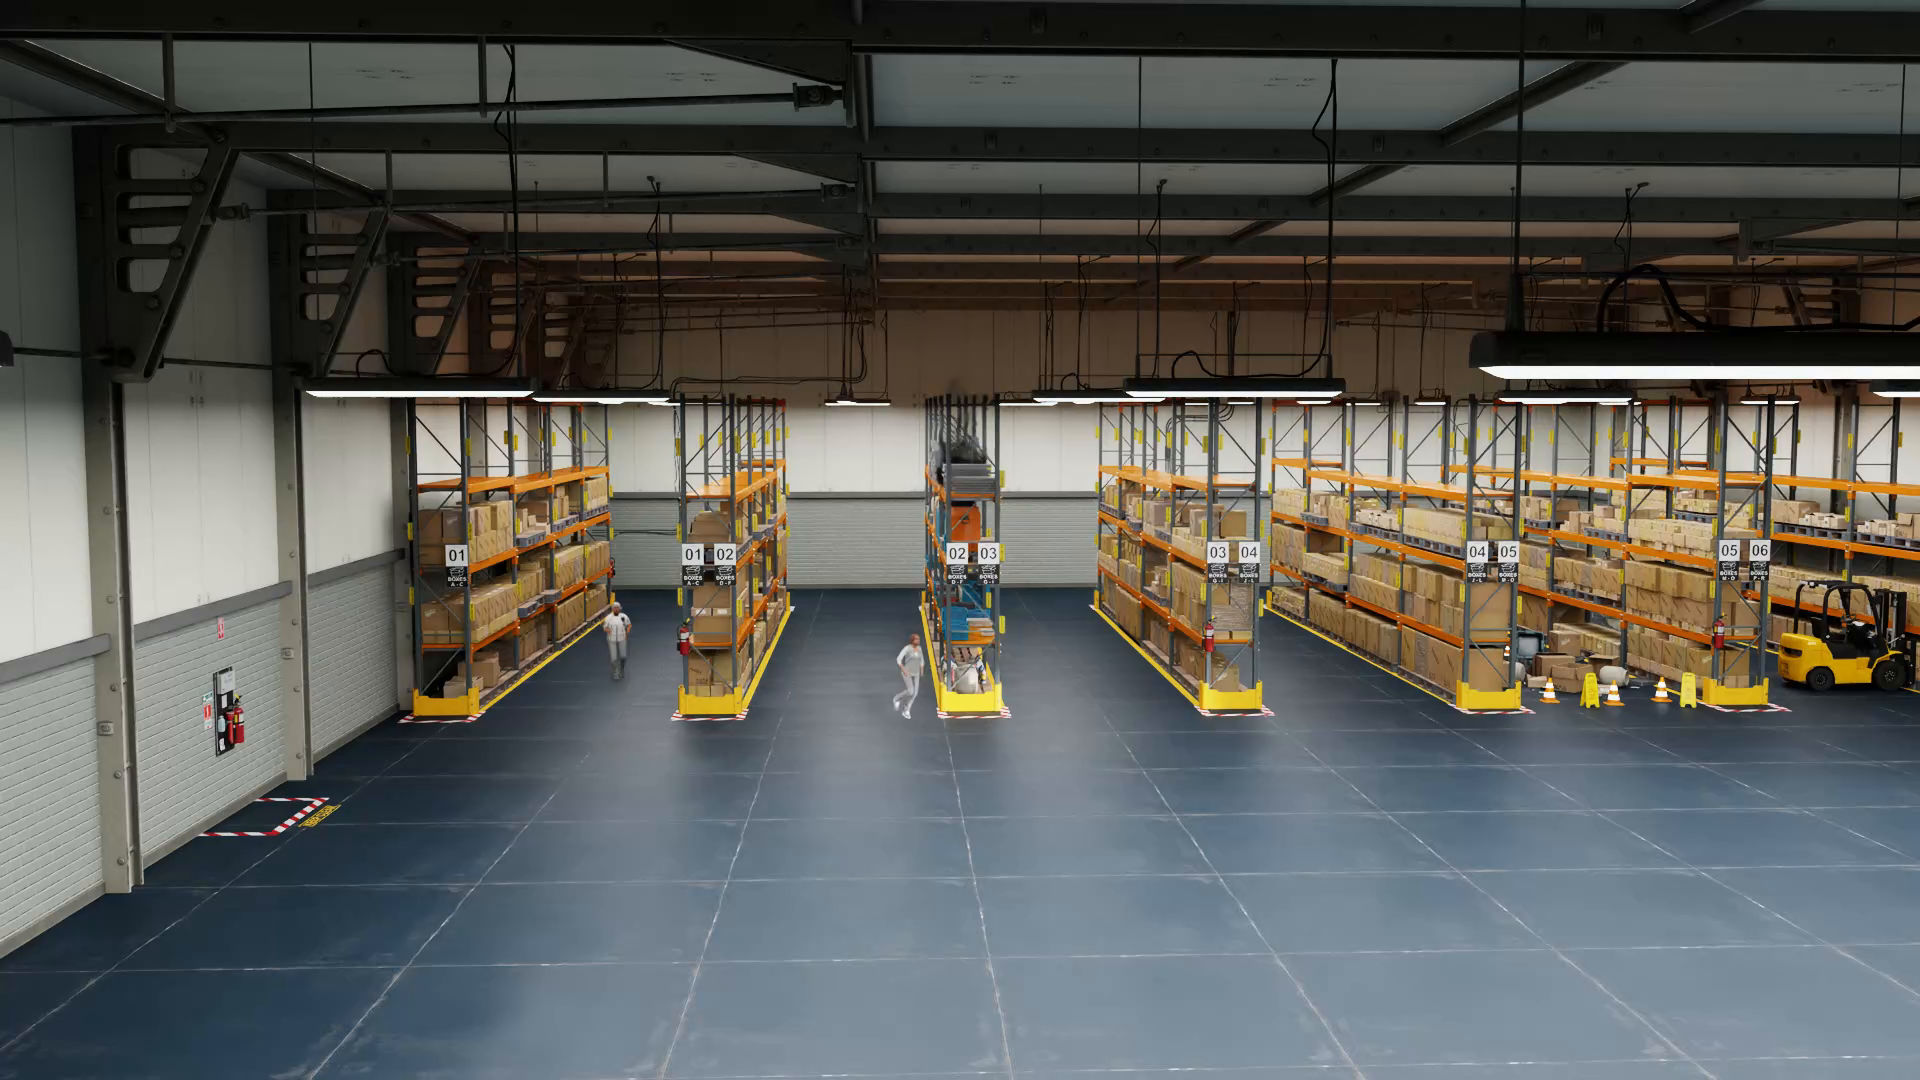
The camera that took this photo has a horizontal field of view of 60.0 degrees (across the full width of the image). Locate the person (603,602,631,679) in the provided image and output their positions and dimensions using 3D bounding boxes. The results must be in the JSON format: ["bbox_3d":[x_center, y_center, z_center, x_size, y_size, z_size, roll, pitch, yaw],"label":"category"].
[{"bbox_3d":[-7.228,2.130,35.093,0.593,1.624,0.554,-1,5,-12],"label":"person"}]

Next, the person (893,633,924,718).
[{"bbox_3d":[-0.914,2.519,31.026,0.552,1.539,0.528,-3,6,-37],"label":"person"}]

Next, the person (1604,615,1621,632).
[{"bbox_3d":[16.280,1.585,41.325,0.714,1.742,0.635,0,5,-5],"label":"person"}]
